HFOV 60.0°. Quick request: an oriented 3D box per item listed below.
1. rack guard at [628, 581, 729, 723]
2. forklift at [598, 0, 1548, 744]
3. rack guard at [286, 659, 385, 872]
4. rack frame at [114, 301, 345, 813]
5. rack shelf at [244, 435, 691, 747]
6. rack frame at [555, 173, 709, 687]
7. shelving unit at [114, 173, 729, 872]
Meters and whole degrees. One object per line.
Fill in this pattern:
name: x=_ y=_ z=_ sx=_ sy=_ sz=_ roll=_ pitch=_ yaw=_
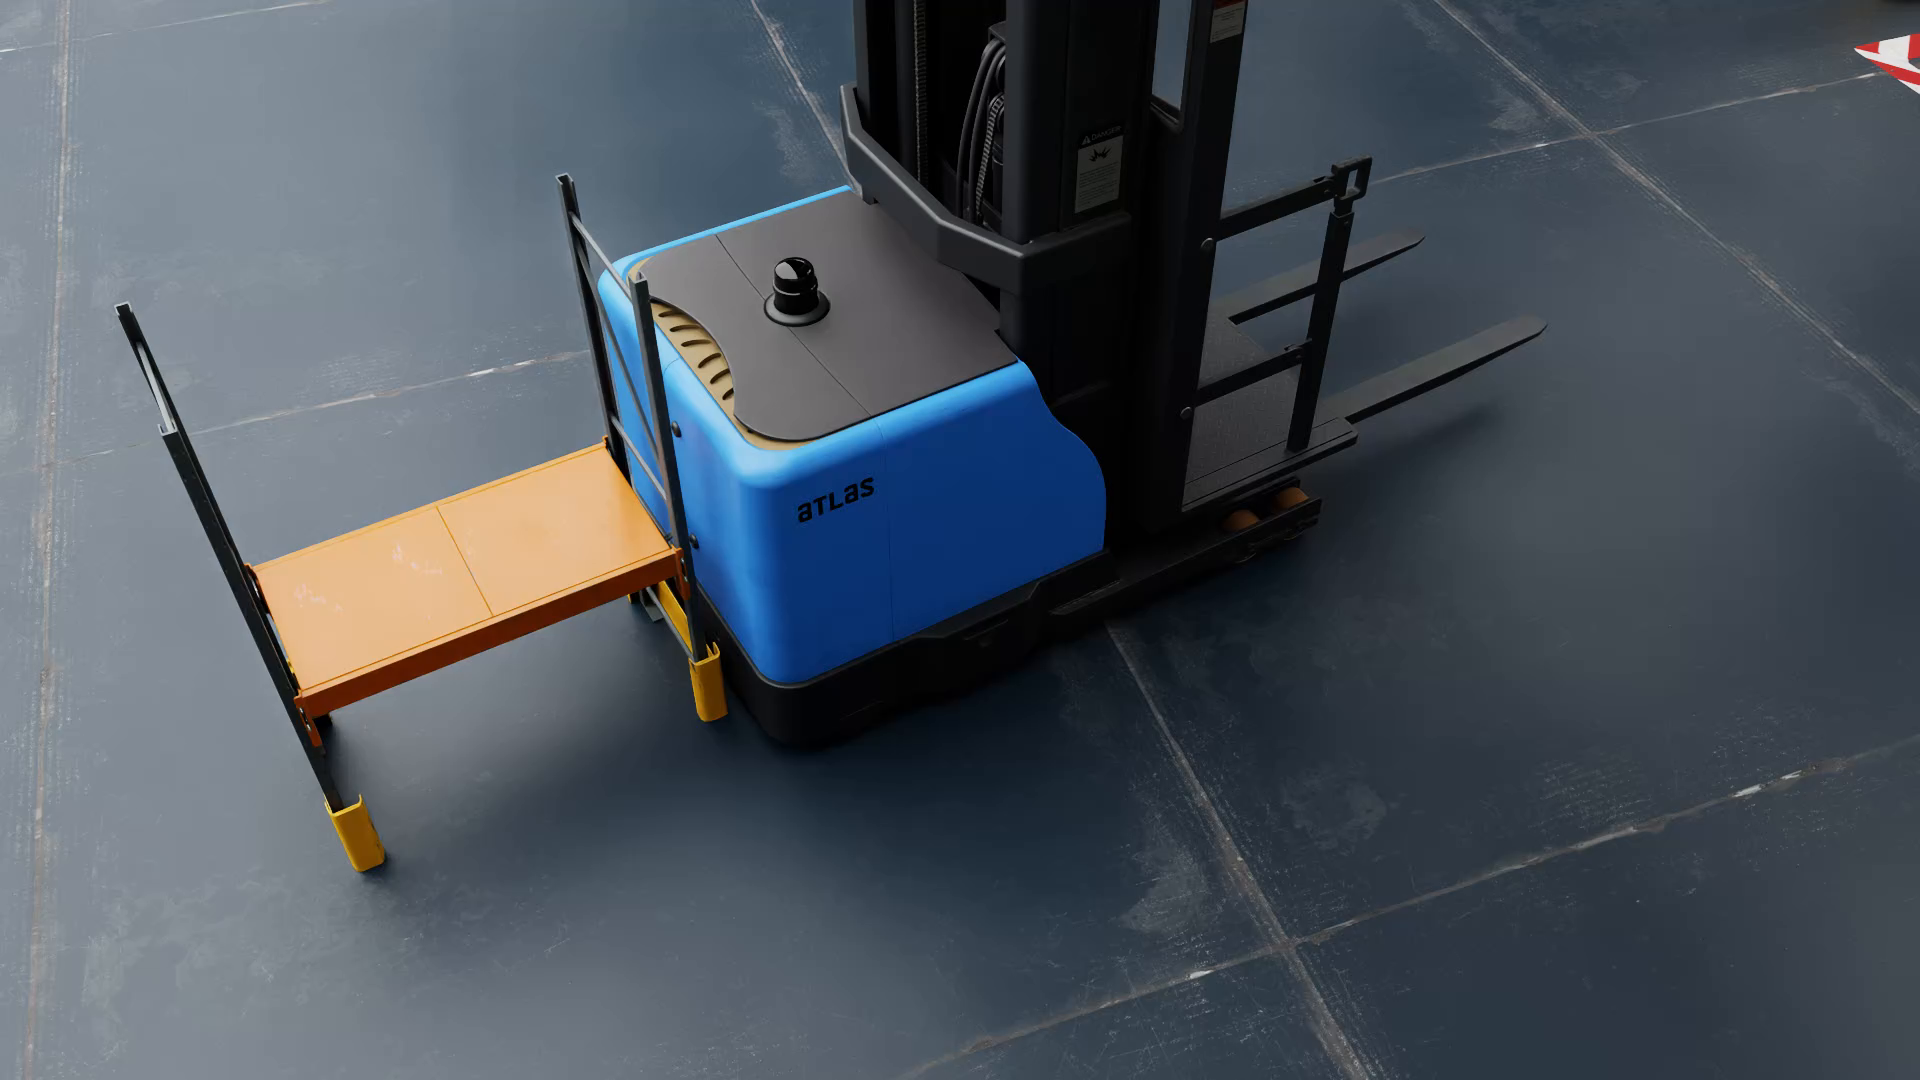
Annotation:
rack guard: x=-0.838 y=0.242 z=4.832 sx=0.087 sy=0.250 sz=0.587 roll=-22 pitch=49 yaw=-21
forklift: x=0.537 y=-1.263 z=4.439 sx=3.031 sy=2.935 sz=1.130 roll=-23 pitch=49 yaw=-21
rack guard: x=-1.699 y=0.597 z=4.479 sx=0.087 sy=0.250 sz=0.587 roll=-22 pitch=49 yaw=-21
rack frame: x=-1.716 y=0.163 z=4.029 sx=0.032 sy=1.500 sz=0.500 roll=-22 pitch=49 yaw=-21
rack shelf: x=-1.276 y=0.108 z=4.337 sx=1.000 sy=0.185 sz=0.538 roll=-22 pitch=49 yaw=-21
rack frame: x=-0.837 y=-0.200 z=4.390 sx=0.032 sy=1.500 sz=0.500 roll=-22 pitch=49 yaw=-21
shelving unit: x=-1.268 y=-0.022 z=4.213 sx=1.083 sy=1.500 sz=0.587 roll=-22 pitch=49 yaw=-21
